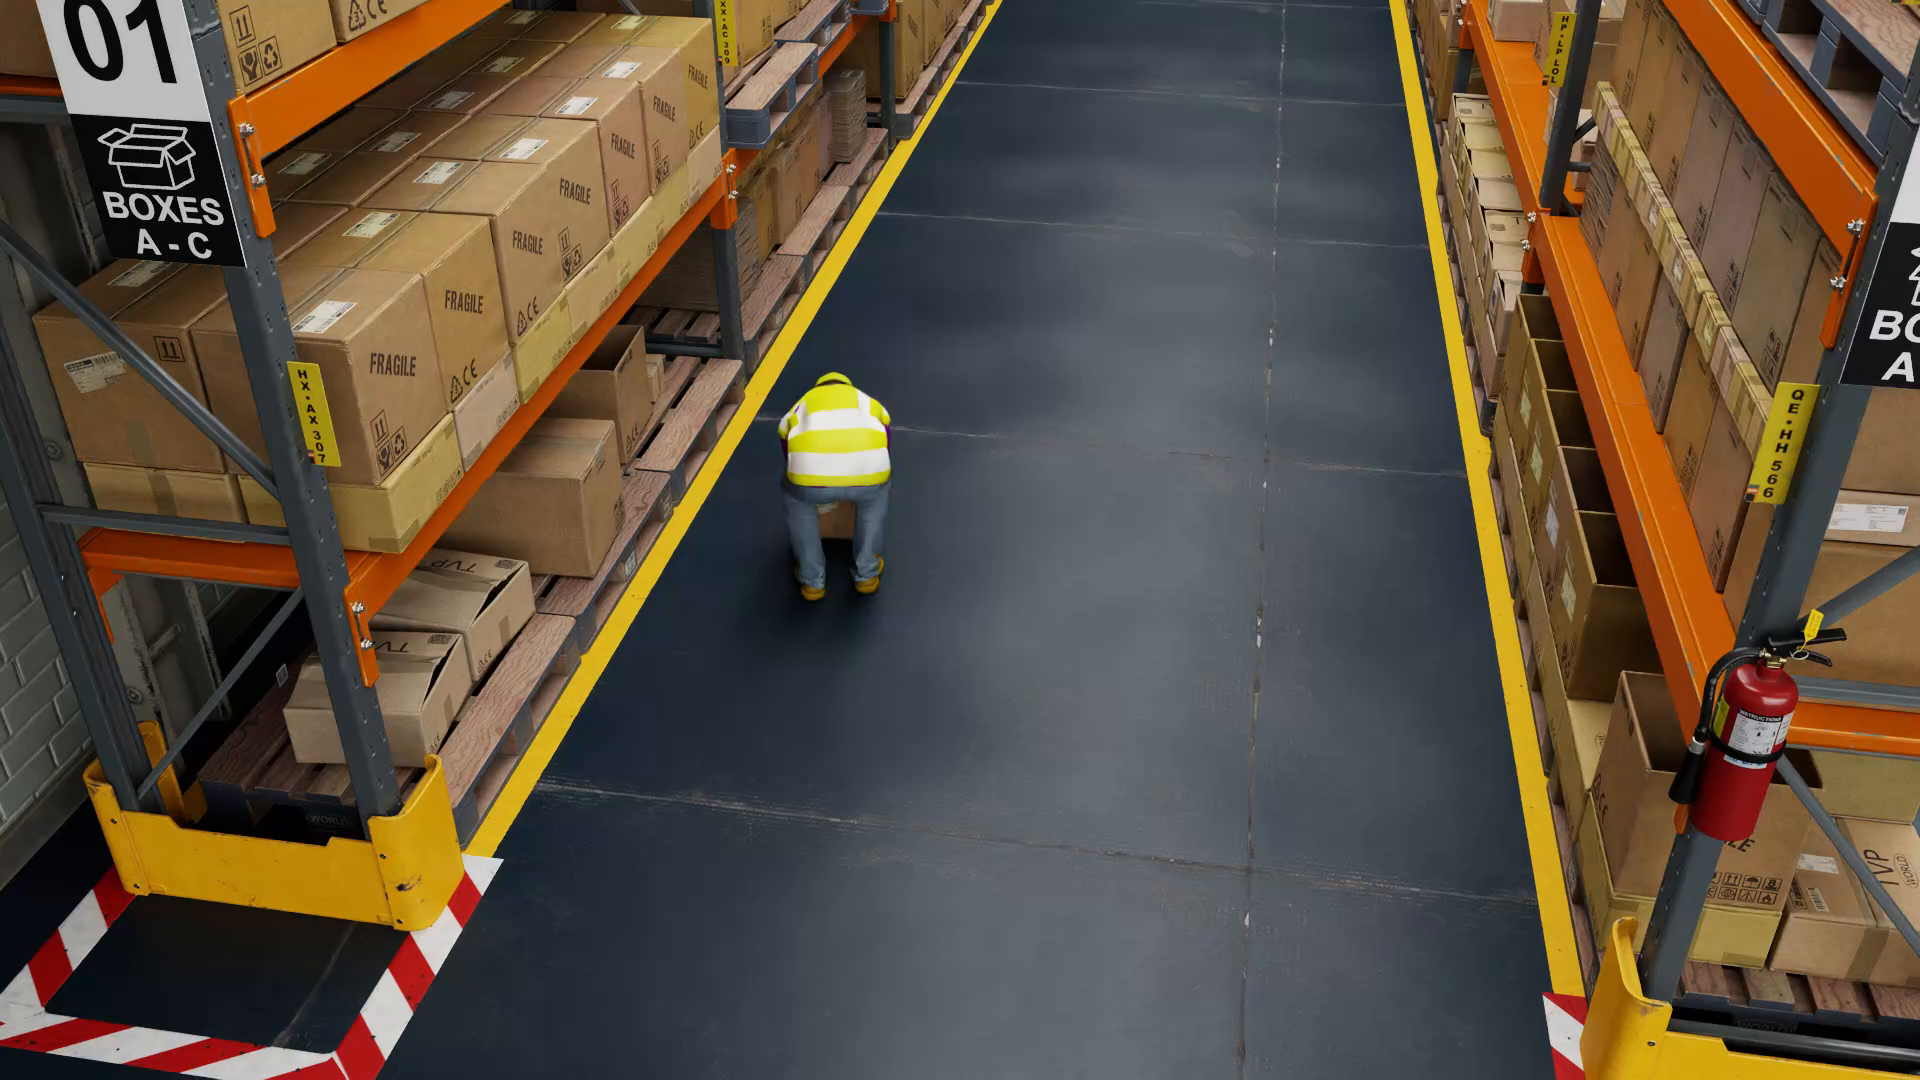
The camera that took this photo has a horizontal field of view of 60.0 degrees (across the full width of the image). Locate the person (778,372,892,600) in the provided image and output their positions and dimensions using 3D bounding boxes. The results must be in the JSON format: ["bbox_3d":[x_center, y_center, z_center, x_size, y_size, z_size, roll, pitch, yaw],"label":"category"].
[{"bbox_3d":[-0.548,-0.274,7.372,0.507,0.907,0.978,-3,32,-5],"label":"person"}]
